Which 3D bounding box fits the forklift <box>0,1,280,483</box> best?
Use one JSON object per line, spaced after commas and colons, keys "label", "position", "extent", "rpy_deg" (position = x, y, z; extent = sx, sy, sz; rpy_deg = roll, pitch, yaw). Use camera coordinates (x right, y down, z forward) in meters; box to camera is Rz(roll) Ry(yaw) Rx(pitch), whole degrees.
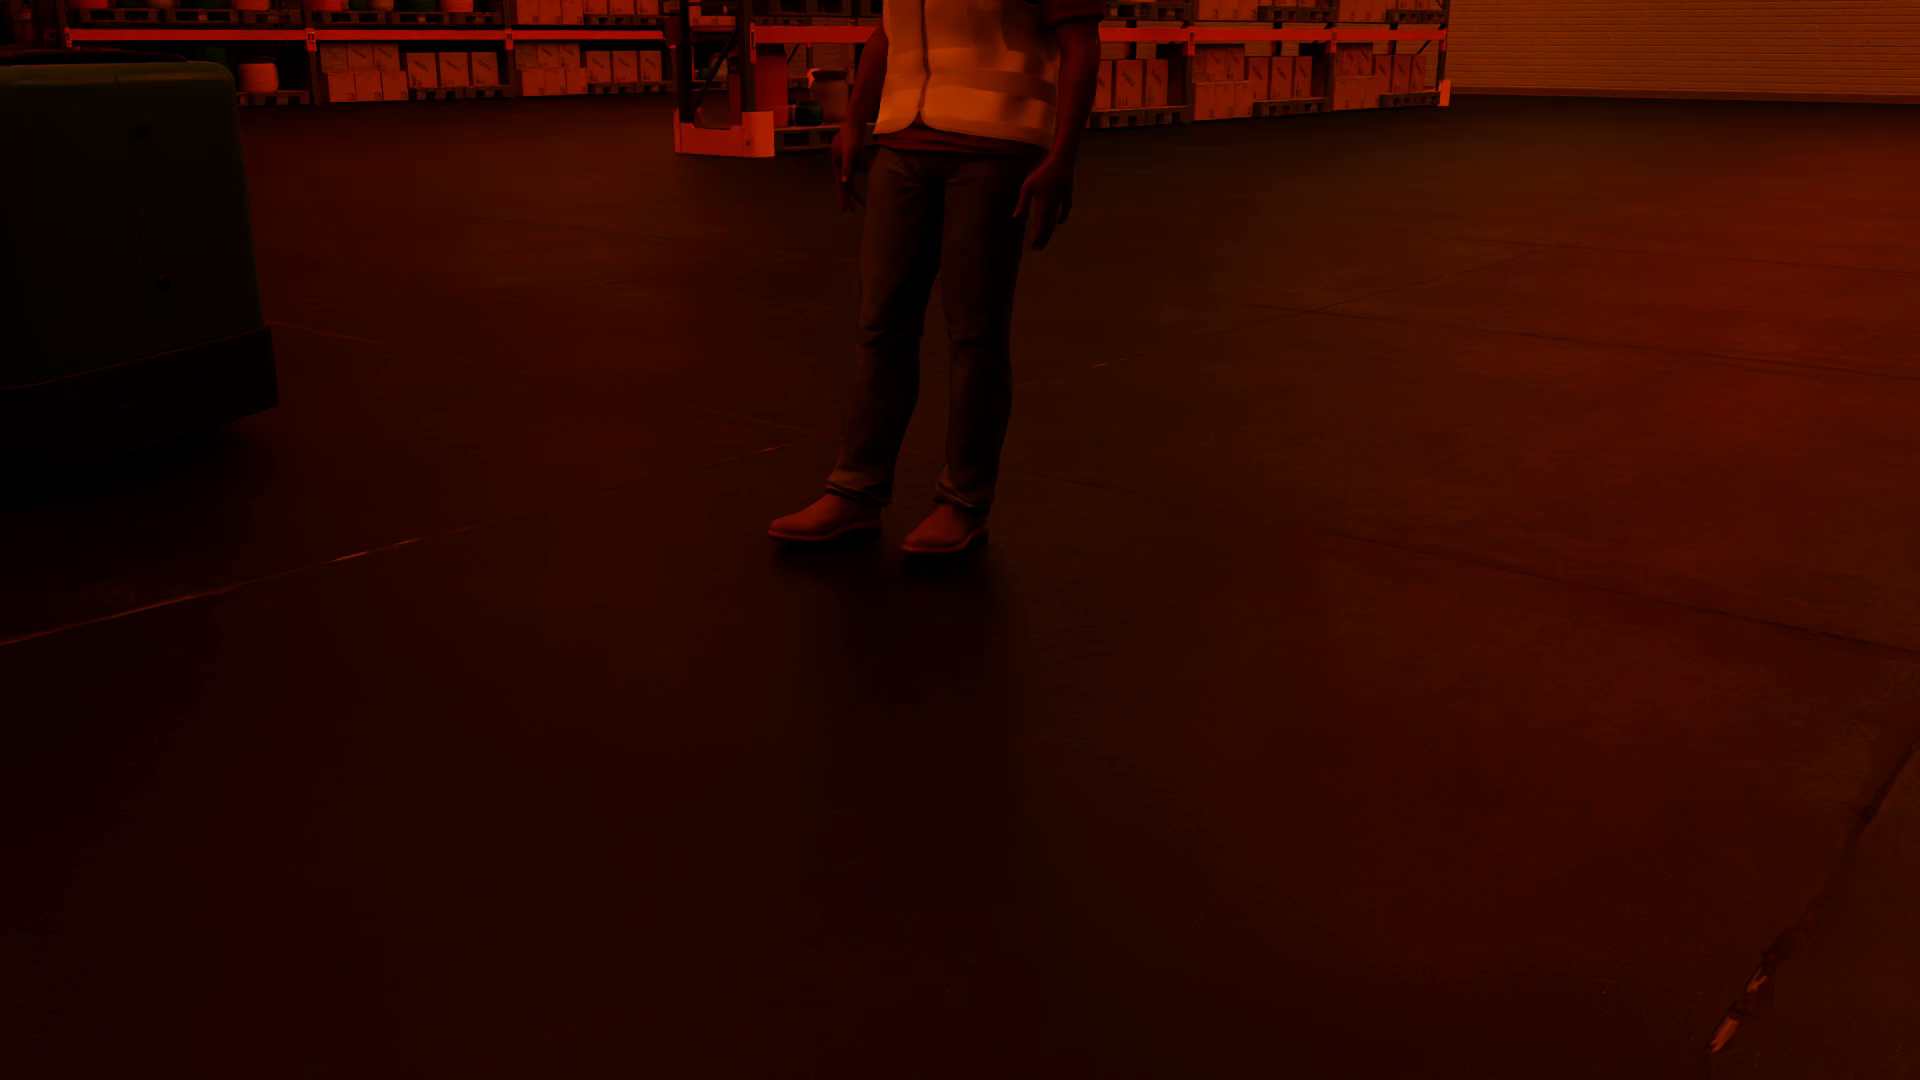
{"label": "forklift", "position": [-3.641, -1.736, 4.613], "extent": [3.031, 2.935, 1.130], "rpy_deg": [5, 18, 15]}

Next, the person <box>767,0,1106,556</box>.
{"label": "person", "position": [-0.049, -0.837, 3.635], "extent": [0.665, 1.768, 0.575], "rpy_deg": [13, 21, 37]}
